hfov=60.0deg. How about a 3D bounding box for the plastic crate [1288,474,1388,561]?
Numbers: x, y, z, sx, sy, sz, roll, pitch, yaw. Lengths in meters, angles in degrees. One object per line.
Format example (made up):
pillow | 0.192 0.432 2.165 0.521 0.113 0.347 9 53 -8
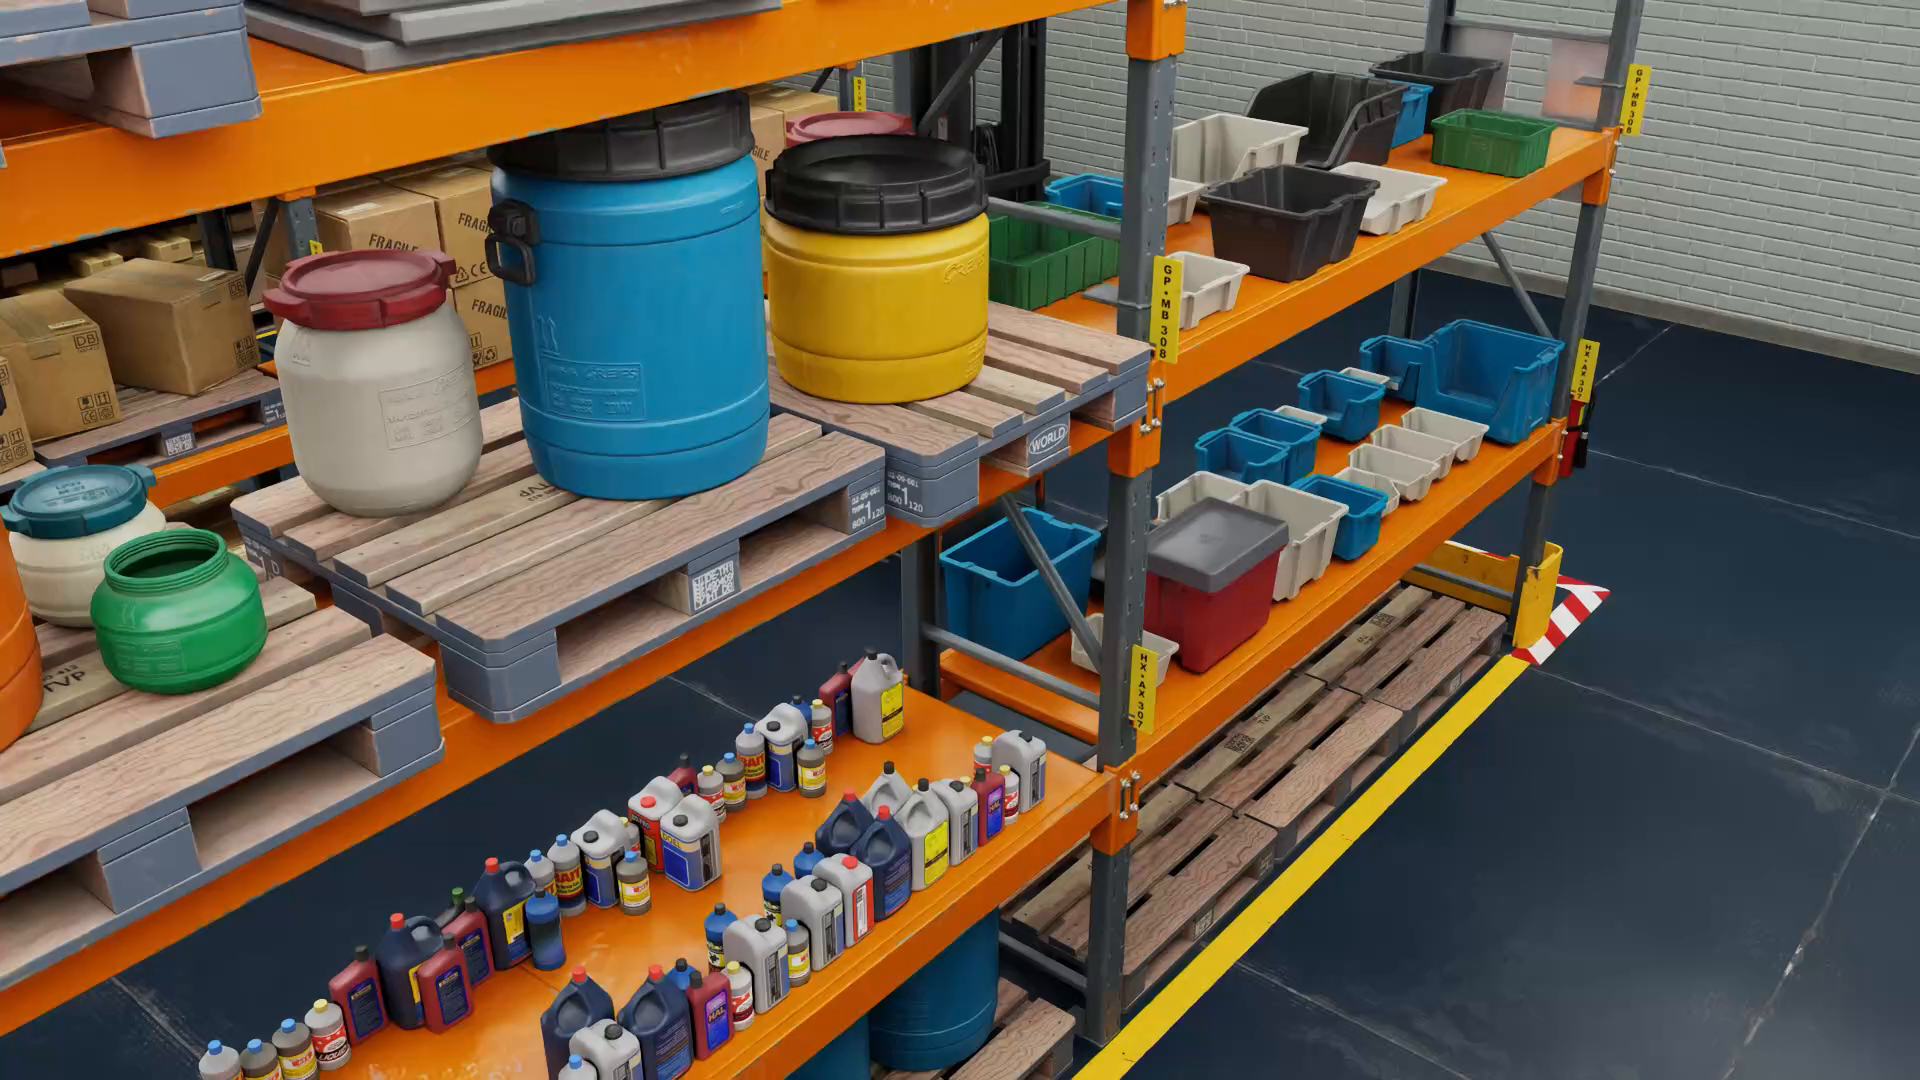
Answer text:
plastic crate | 1.639 -0.093 7.282 0.416 0.233 0.300 21 34 34

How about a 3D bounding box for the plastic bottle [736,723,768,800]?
plastic bottle | -0.713 0.747 5.681 0.097 0.271 0.097 0 27 0

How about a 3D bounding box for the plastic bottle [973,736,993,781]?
plastic bottle | 0.094 0.767 5.718 0.097 0.201 0.097 0 27 0

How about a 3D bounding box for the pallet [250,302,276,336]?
pallet | -6.122 -1.863 13.622 1.003 0.211 1.213 21 34 34

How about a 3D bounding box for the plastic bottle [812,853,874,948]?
plastic bottle | -0.352 1.072 5.048 0.152 0.276 0.135 21 34 34

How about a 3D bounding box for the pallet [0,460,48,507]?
pallet | -4.928 -0.162 7.507 1.003 0.211 1.213 21 34 34

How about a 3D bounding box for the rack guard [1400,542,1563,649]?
rack guard | 2.752 0.154 9.407 1.175 0.500 0.348 21 34 34

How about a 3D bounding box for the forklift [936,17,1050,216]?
forklift | -0.121 -3.126 13.102 1.130 2.935 3.031 -21 34 -35

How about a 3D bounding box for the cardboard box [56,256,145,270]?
cardboard box | -6.565 -1.909 12.940 0.700 0.500 0.500 20 34 34

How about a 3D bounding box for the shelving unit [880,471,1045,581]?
shelving unit | 0.004 -0.502 9.996 0.538 1.125 1.048 21 34 34

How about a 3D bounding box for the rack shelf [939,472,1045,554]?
rack shelf | 0.004 -0.285 10.109 0.538 0.278 1.000 21 34 34

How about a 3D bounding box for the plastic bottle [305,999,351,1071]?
plastic bottle | -1.746 1.354 4.584 0.097 0.201 0.097 0 27 0

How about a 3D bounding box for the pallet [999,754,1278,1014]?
pallet | 0.641 1.441 7.234 1.003 0.211 1.213 21 34 34

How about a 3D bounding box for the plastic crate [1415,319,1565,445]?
plastic crate | 2.678 -0.813 8.452 0.616 0.435 0.499 21 34 34

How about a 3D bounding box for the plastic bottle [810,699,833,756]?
plastic bottle | -0.504 0.662 5.922 0.097 0.201 0.097 0 27 0

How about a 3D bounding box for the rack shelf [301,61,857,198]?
rack shelf | -2.345 -2.696 9.716 1.077 0.370 4.000 21 34 34

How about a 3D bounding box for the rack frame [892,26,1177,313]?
rack frame | 0.203 -2.190 4.689 1.000 3.000 0.127 21 34 34

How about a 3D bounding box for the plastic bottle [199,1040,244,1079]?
plastic bottle | -1.931 1.426 4.368 0.097 0.271 0.097 0 27 0

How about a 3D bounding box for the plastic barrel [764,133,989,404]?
plastic barrel | -0.221 -0.745 4.499 0.600 0.588 0.600 0 27 0

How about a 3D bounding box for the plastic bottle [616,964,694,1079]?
plastic bottle | -0.830 1.309 4.509 0.144 0.351 0.185 21 34 34

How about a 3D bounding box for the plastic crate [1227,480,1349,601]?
plastic crate | 1.316 0.013 7.024 0.437 0.282 0.530 21 34 34

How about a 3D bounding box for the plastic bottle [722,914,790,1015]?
plastic bottle | -0.585 1.202 4.796 0.152 0.276 0.135 21 34 34

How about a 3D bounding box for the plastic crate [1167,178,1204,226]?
plastic crate | 0.718 -1.303 6.526 0.293 0.136 0.466 21 34 34

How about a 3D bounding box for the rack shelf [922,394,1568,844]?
rack shelf | 1.475 0.085 7.604 1.077 0.370 4.000 21 34 34

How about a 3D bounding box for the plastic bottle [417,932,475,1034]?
plastic bottle | -1.457 1.248 4.700 0.061 0.283 0.133 21 34 34

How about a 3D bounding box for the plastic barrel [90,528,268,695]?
plastic barrel | -1.490 0.135 3.173 0.294 0.245 0.294 0 27 0

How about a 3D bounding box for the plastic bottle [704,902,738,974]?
plastic bottle | -0.693 1.174 4.855 0.097 0.271 0.097 0 27 0

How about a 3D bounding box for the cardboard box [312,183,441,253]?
cardboard box | -3.100 -1.548 8.780 0.500 0.500 0.500 22 34 36

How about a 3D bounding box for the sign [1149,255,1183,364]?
sign | 0.626 -0.700 5.065 0.100 0.325 0.005 21 34 34

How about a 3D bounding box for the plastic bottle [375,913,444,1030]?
plastic bottle | -1.553 1.197 4.725 0.144 0.351 0.185 21 34 34

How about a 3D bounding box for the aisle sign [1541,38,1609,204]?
aisle sign | 3.019 -2.038 8.096 0.394 0.787 0.004 21 34 34

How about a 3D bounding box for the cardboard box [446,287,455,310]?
cardboard box | -3.082 -1.120 9.041 0.500 0.500 0.500 22 34 36

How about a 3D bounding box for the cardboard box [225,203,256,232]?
cardboard box | -5.983 -2.670 13.704 0.380 0.149 0.250 21 34 35

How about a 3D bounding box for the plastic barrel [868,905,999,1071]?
plastic barrel | -0.156 1.408 6.090 0.600 0.901 0.708 21 34 34

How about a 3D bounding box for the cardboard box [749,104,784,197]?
cardboard box | -1.464 -2.463 10.550 0.500 0.500 0.500 22 34 36

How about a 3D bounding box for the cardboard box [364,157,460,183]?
cardboard box | -3.171 -1.900 9.462 0.500 0.500 0.500 20 33 33

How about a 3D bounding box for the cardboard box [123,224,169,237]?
cardboard box | -6.470 -2.397 13.177 0.380 0.149 0.250 21 34 35

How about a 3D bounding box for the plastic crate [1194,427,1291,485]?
plastic crate | 1.308 -0.331 7.743 0.416 0.233 0.300 21 34 34

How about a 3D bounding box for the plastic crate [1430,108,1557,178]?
plastic crate | 2.340 -1.749 7.331 0.450 0.188 0.336 21 34 34

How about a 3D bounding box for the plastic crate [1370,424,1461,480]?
plastic crate | 2.173 -0.412 8.004 0.396 0.136 0.243 21 34 34

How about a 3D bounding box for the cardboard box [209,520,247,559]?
cardboard box | -3.710 0.199 8.842 0.500 0.500 0.500 21 34 34

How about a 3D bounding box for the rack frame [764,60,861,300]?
rack frame | -1.073 -2.393 11.610 1.000 3.000 0.127 21 34 34

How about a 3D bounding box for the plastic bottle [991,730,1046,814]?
plastic bottle | 0.202 0.764 5.644 0.152 0.276 0.135 21 34 34

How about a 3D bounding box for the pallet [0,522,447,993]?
pallet | -1.779 0.402 3.150 1.003 0.211 1.213 21 34 34

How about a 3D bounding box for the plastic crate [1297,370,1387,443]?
plastic crate | 1.917 -0.671 8.400 0.416 0.233 0.300 21 34 34

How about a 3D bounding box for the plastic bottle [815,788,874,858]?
plastic bottle | -0.358 0.942 5.219 0.144 0.351 0.185 21 34 34

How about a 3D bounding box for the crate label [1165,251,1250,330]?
crate label | 0.737 -0.830 5.611 0.293 0.136 0.466 21 34 34

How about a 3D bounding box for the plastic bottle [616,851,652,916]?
plastic bottle | -1.014 1.056 5.160 0.097 0.201 0.097 0 27 0

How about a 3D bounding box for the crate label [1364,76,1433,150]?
crate label | 1.911 -1.977 7.704 0.408 0.251 0.502 21 34 34

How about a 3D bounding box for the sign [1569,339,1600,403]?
sign | 3.182 -0.861 8.472 0.100 0.325 0.005 21 34 34

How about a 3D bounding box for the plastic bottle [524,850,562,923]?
plastic bottle | -1.279 1.063 5.071 0.097 0.271 0.097 0 27 0

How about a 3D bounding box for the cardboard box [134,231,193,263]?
cardboard box | -6.196 -2.274 12.938 0.380 0.149 0.250 20 33 33

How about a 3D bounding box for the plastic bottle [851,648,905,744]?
plastic bottle | -0.297 0.541 5.993 0.144 0.351 0.185 21 34 34

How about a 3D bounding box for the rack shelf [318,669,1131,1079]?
rack shelf | -1.069 1.503 4.862 1.077 0.370 4.000 21 34 34

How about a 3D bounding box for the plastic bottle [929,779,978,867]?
plastic bottle | -0.031 0.894 5.393 0.152 0.276 0.135 21 34 34

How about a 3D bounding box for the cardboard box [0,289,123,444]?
cardboard box | -4.479 -0.840 8.044 0.500 0.500 0.700 -22 35 -36

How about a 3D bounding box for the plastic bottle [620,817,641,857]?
plastic bottle | -1.069 0.977 5.313 0.097 0.201 0.097 0 27 0

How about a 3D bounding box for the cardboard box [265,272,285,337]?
cardboard box | -3.497 -1.271 9.333 0.500 0.500 0.500 21 34 35
